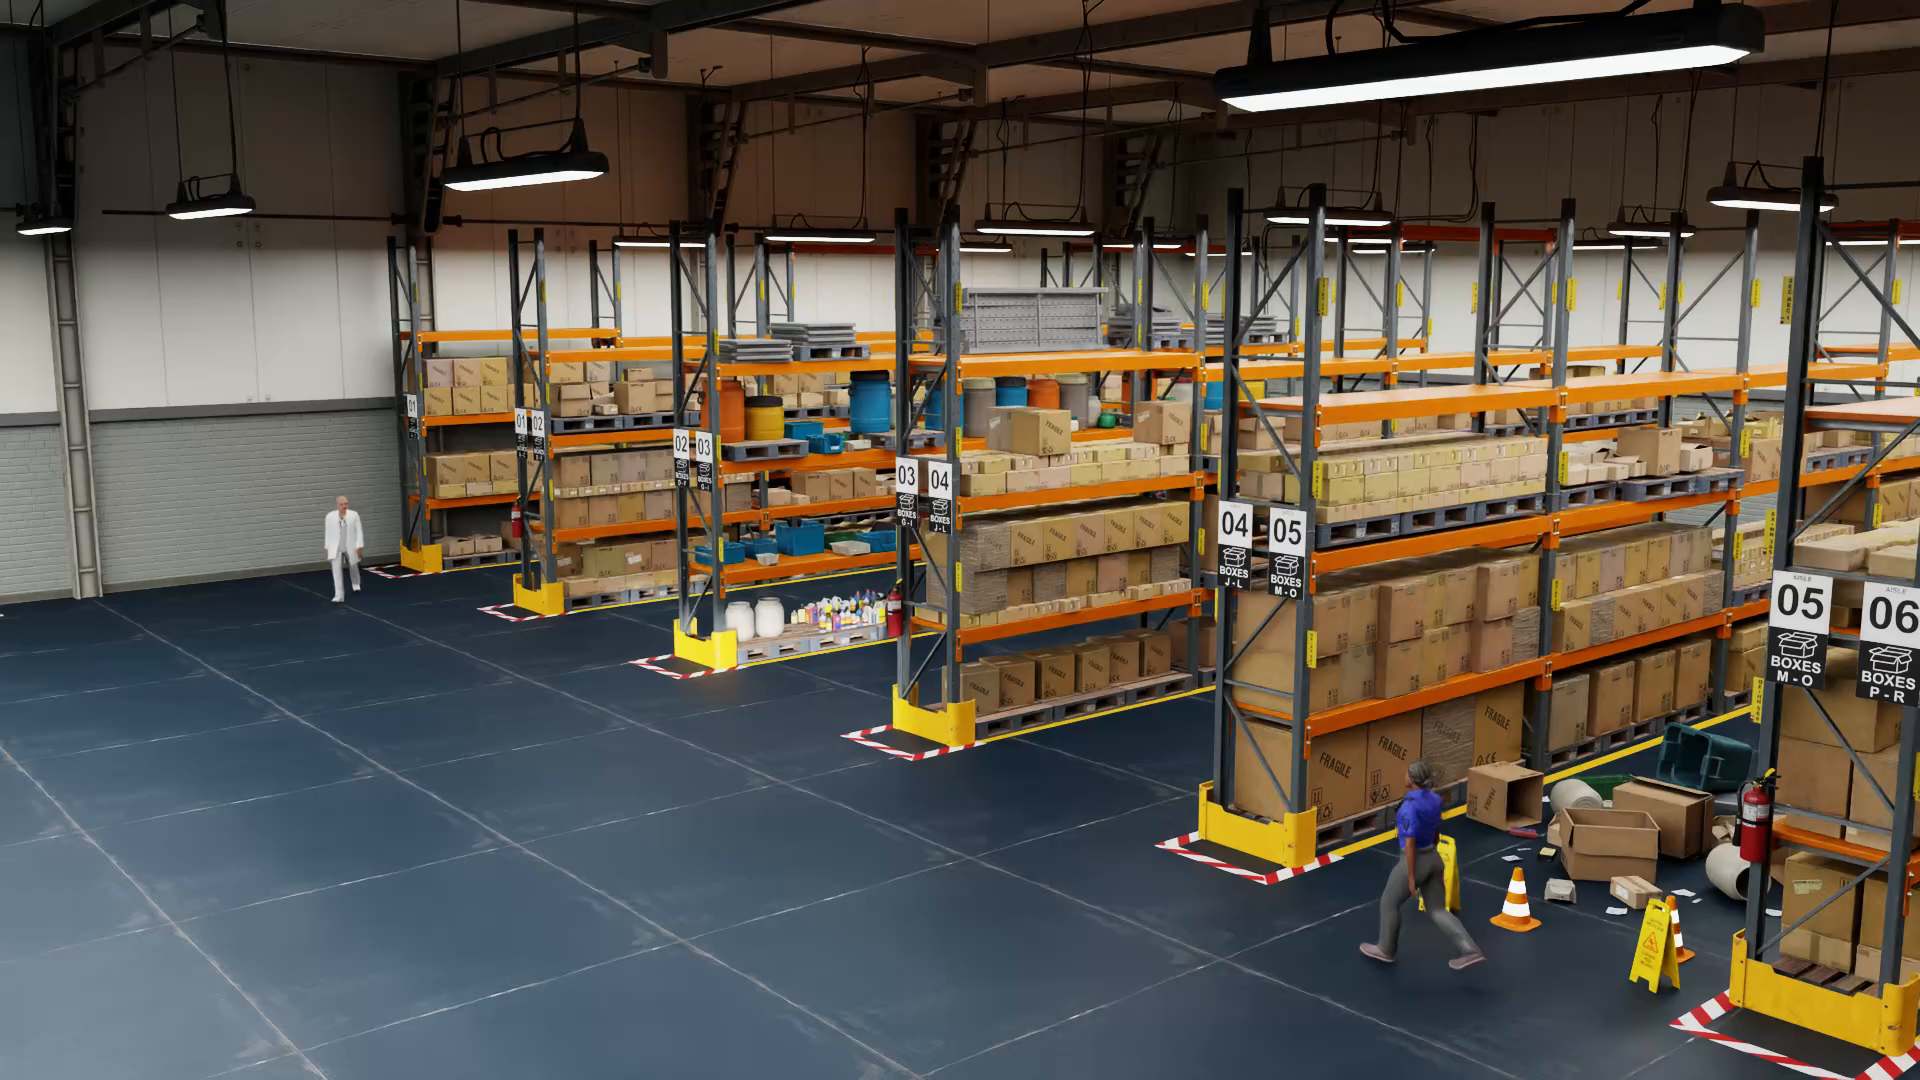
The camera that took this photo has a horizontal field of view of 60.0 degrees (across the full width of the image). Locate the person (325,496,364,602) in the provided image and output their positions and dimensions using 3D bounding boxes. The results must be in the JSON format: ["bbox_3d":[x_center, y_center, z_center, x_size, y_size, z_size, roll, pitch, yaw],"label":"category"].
[{"bbox_3d":[-10.130,0.119,27.347,0.608,1.724,1.170,-2,9,-13],"label":"person"}]

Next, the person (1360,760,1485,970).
[{"bbox_3d":[3.483,2.462,12.501,0.446,1.598,0.965,-8,12,-41],"label":"person"}]
